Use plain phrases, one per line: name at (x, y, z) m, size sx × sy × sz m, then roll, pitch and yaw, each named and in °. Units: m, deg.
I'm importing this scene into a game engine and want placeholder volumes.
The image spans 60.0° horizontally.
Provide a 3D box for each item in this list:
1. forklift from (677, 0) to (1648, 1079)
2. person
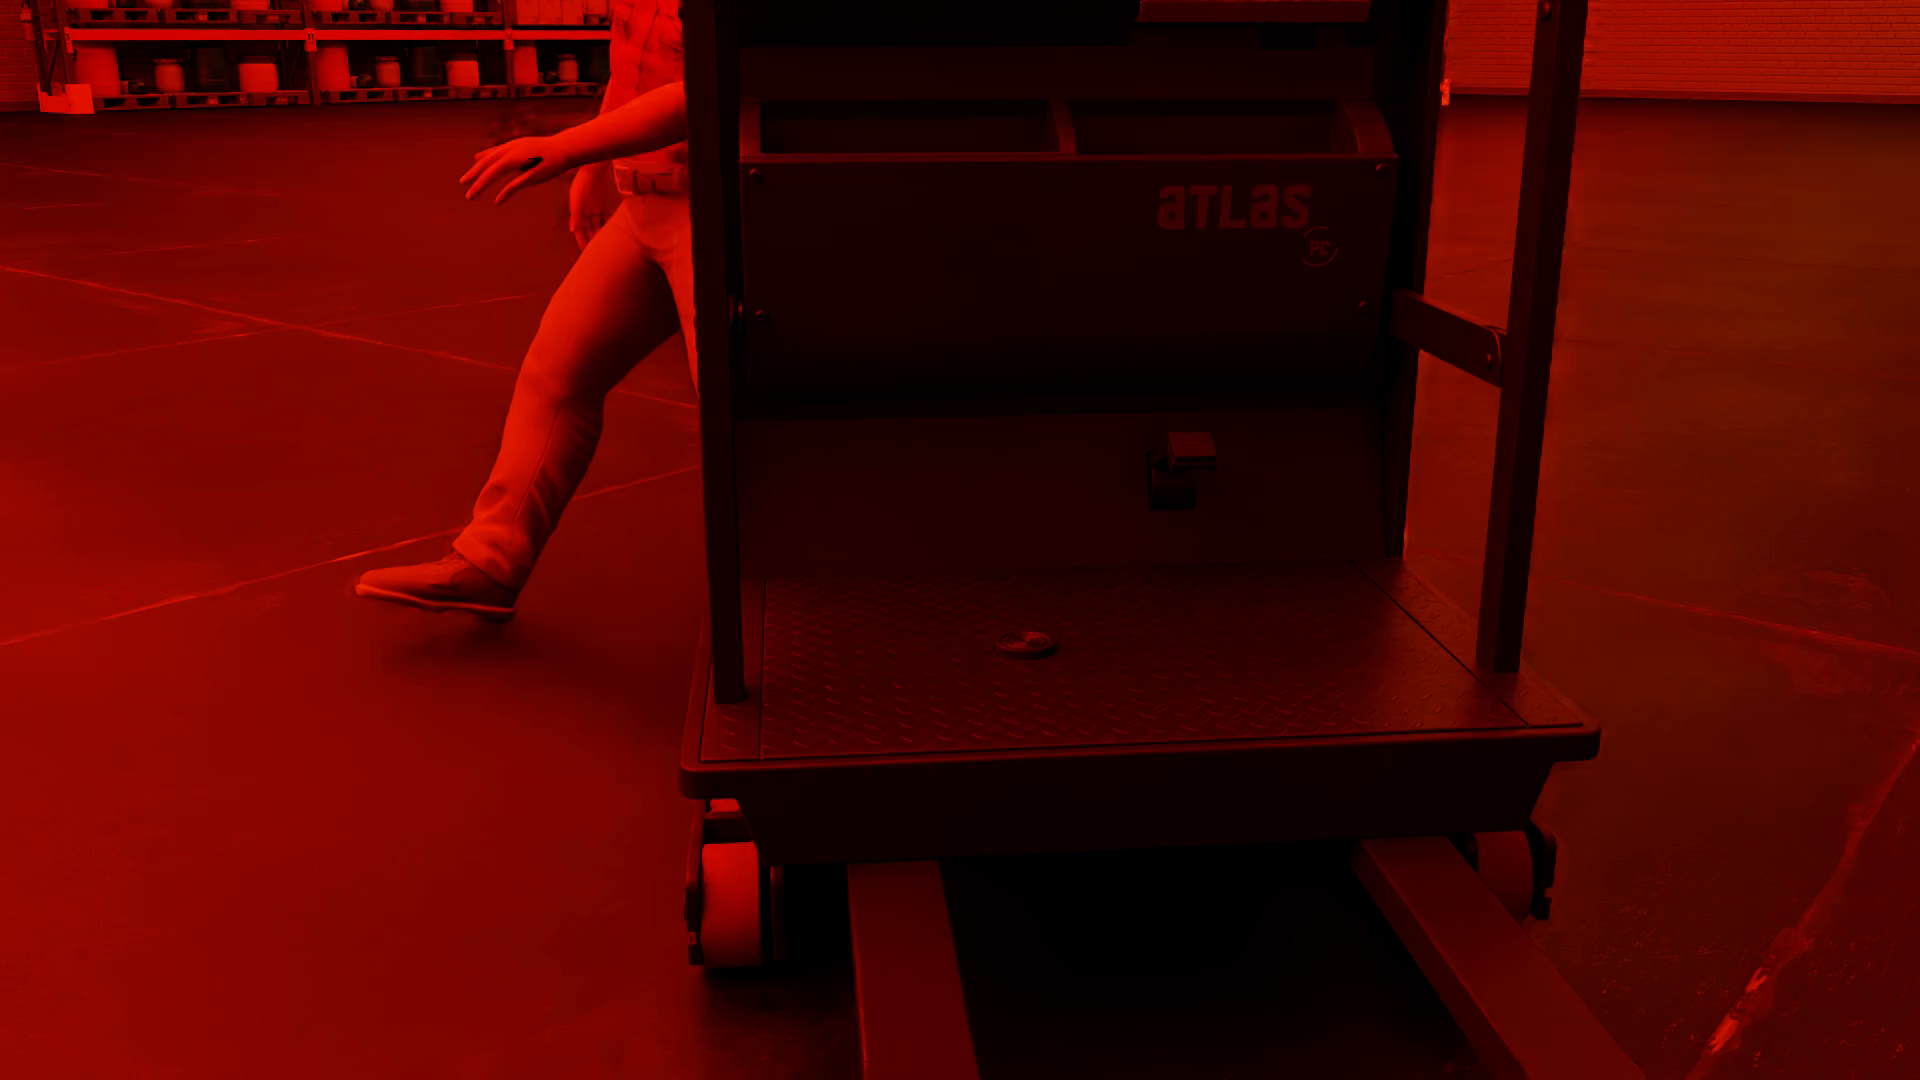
forklift at (0.178, -0.955, 2.044) m, size 1.130 × 2.935 × 3.031 m, roll -2°, pitch 17°, yaw -6°
person at (-0.579, -0.569, 3.051) m, size 0.946 × 1.591 × 0.965 m, roll -14°, pitch 22°, yaw -39°
